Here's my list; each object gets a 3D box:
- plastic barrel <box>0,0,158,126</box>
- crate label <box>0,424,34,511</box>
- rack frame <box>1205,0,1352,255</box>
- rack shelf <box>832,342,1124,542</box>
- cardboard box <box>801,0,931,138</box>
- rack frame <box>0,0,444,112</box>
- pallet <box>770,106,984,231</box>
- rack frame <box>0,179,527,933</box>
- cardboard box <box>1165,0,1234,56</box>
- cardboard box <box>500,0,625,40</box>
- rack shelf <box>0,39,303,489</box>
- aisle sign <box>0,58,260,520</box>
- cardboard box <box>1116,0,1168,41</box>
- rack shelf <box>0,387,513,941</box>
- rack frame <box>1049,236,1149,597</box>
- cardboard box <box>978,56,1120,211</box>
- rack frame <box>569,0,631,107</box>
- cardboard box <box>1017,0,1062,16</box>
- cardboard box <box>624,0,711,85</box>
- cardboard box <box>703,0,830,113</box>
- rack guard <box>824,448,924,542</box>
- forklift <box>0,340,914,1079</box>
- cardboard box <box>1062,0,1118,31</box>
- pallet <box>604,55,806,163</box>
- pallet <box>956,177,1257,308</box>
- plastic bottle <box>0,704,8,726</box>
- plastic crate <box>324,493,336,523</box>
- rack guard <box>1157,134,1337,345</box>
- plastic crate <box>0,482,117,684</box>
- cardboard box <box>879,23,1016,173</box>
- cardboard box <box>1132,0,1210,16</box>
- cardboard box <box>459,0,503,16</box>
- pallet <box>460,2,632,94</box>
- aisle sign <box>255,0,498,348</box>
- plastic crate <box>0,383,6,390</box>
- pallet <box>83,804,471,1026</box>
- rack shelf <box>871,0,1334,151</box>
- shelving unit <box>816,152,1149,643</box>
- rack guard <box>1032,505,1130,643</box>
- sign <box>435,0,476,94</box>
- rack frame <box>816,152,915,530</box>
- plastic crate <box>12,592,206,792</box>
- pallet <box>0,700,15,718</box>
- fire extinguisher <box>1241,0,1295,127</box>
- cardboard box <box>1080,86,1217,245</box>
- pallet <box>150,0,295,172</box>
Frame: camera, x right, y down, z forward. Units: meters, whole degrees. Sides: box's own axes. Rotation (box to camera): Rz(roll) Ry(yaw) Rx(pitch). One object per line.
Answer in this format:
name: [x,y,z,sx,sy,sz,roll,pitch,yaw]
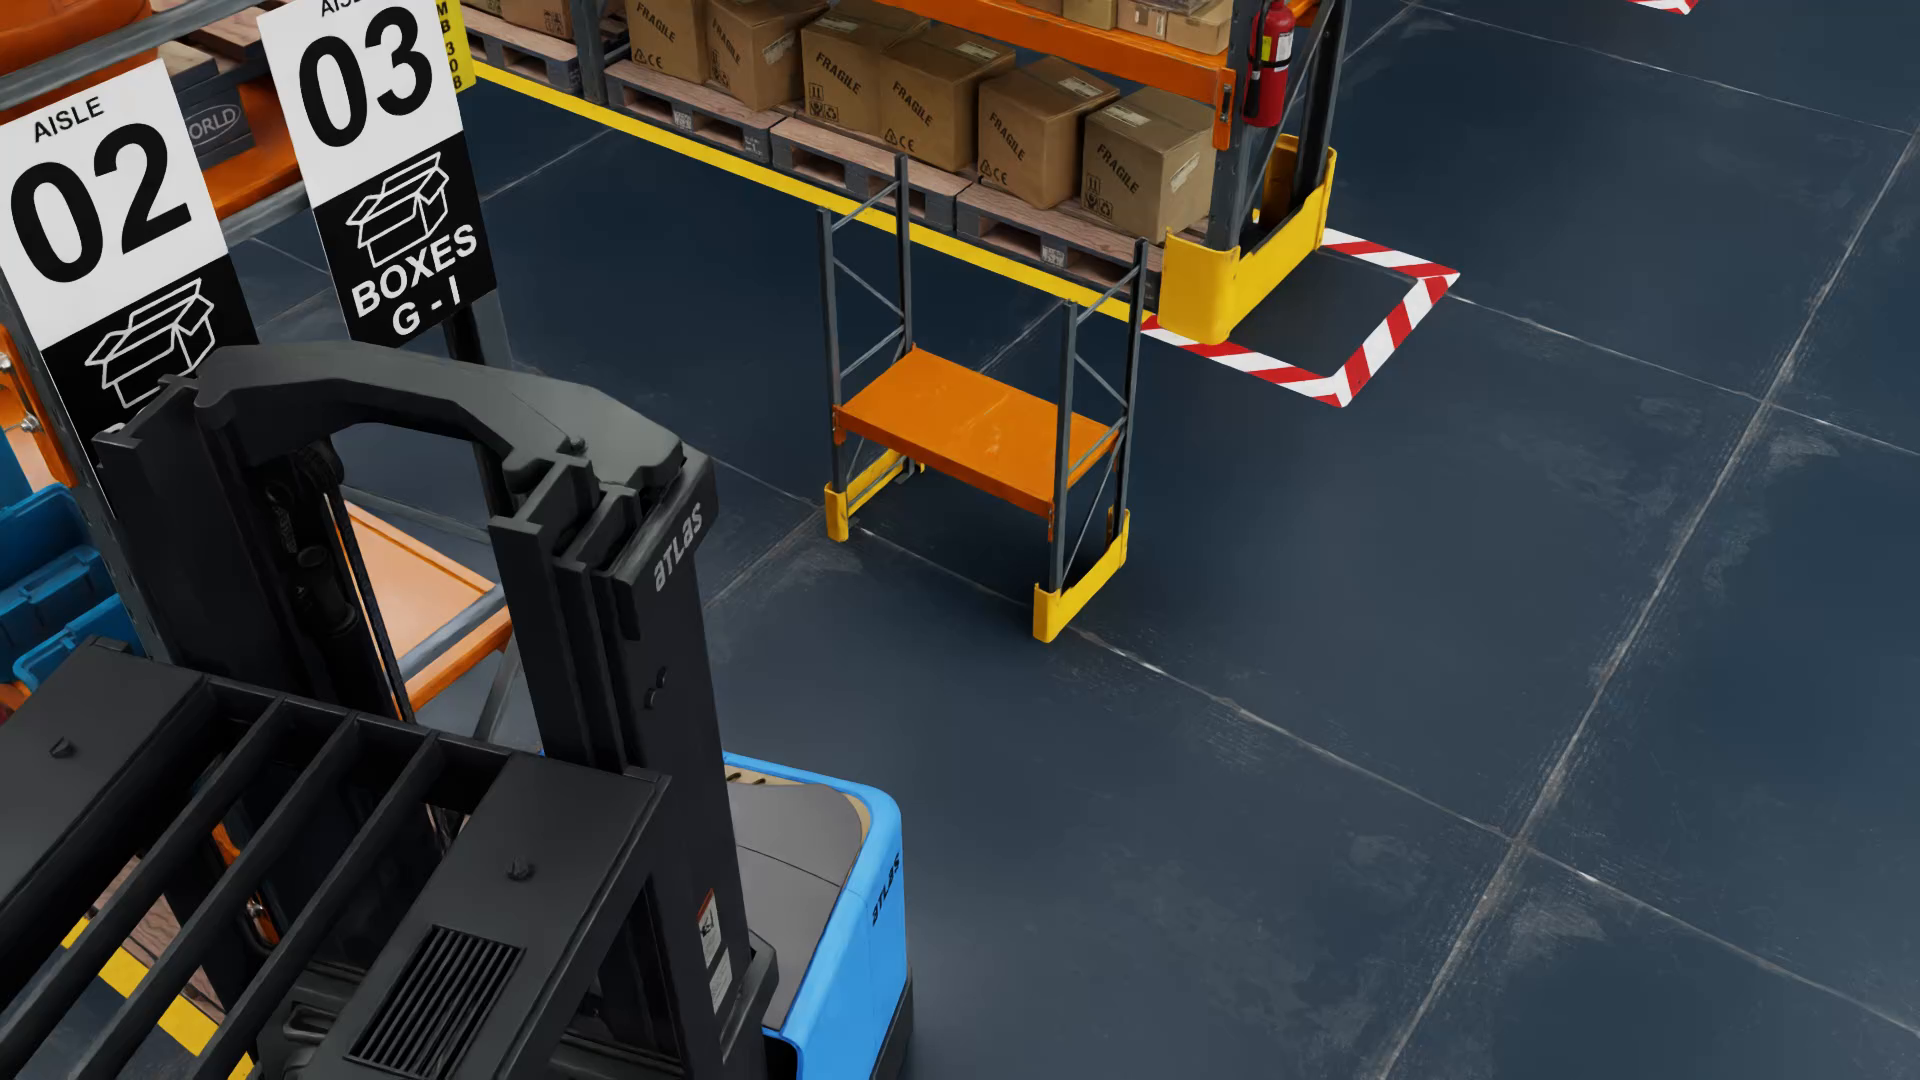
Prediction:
plastic barrel: [-1.864,-1.212,2.969,0.708,0.830,0.600,25,48,25]
crate label: [-3.056,-0.231,4.733,0.616,0.435,0.502,25,48,25]
rack frame: [1.450,-2.365,7.144,0.127,3.000,1.000,25,48,25]
rack shelf: [0.070,-0.392,6.333,1.000,0.185,0.538,25,48,25]
cardboard box: [-0.493,-2.537,8.895,0.500,0.500,0.500,21,46,22]
rack frame: [-1.394,-1.897,2.121,0.127,3.000,1.000,25,48,25]
pallet: [-0.251,-2.153,8.998,1.213,0.211,1.003,25,48,25]
rack frame: [-1.394,0.339,4.122,0.127,3.000,1.000,25,48,25]
cardboard box: [1.098,-2.268,7.224,0.250,0.149,0.380,25,48,25]
cardboard box: [-2.315,-3.376,9.818,0.500,0.500,0.700,22,46,22]
rack shelf: [-3.031,-1.277,4.217,4.000,0.370,1.077,25,48,25]
aisle sign: [-1.505,-0.440,3.043,0.004,0.787,0.394,25,48,25]
cardboard box: [0.894,-2.364,7.331,0.250,0.149,0.380,25,48,25]
rack shelf: [-3.031,-0.159,5.217,4.000,0.370,1.077,25,48,25]
rack frame: [0.486,-0.332,5.996,0.032,1.500,0.500,25,48,25]
cardboard box: [0.440,-2.049,8.350,0.500,0.500,0.500,-29,49,-28]
rack frame: [-1.825,-3.897,8.855,0.127,3.000,1.000,25,48,25]
cardboard box: [0.464,-2.536,7.523,0.250,0.149,0.380,25,48,25]
cardboard box: [-1.520,-2.947,9.353,0.500,0.500,0.500,24,47,24]
cardboard box: [-1.047,-2.732,9.113,0.500,0.500,0.500,-26,48,-26]
rack guard: [-0.345,-0.255,6.847,0.087,0.250,0.587,25,48,25]
forklift: [-1.057,1.224,3.184,1.130,2.935,3.031,11,43,13]
cardboard box: [0.660,-2.432,7.406,0.250,0.149,0.380,25,48,25]
pallet: [-1.254,-2.620,9.519,1.213,0.211,1.003,25,48,25]
pallet: [0.743,-1.685,8.475,1.213,0.211,1.003,25,48,25]
plastic bottle: [-3.279,0.554,5.589,0.133,0.283,0.061,25,48,25]
plastic crate: [-1.942,-0.081,4.789,0.250,0.136,0.298,25,48,25]
rack guard: [1.388,-1.463,8.010,0.348,0.500,1.175,25,48,25]
plastic crate: [-2.504,0.114,4.484,0.408,0.251,0.499,25,48,25]
cardboard box: [-0.062,-2.299,8.629,0.500,0.500,0.500,30,50,29]
cardboard box: [1.016,-2.739,7.263,0.500,0.500,0.875,25,48,25]
cardboard box: [-2.695,-3.569,10.034,0.500,0.500,0.700,25,47,25]
pallet: [-2.463,-3.155,10.117,1.213,0.211,1.003,25,48,25]
aisle sign: [-1.167,-0.762,3.403,0.004,0.787,0.394,25,48,25]
plastic crate: [-3.194,-0.611,5.381,0.437,0.136,0.530,25,48,25]
pallet: [-2.145,1.061,5.406,1.213,0.211,1.003,25,48,25]
rack shelf: [-0.187,-2.863,8.239,4.000,0.370,1.077,25,48,25]
shelving unit: [0.062,-0.530,6.217,1.083,1.500,0.587,25,48,25]
rack guard: [0.470,0.127,6.421,0.087,0.250,0.587,25,48,25]
sign: [-1.074,-1.081,3.452,0.005,0.325,0.100,25,48,25]
rack frame: [-0.346,-0.721,6.431,0.032,1.500,0.500,25,48,25]
plastic crate: [-1.975,0.366,4.203,0.616,0.251,0.499,25,48,25]
pallet: [-3.140,0.593,5.929,1.213,0.211,1.003,25,48,25]
fire extinguisher: [1.279,-2.041,6.839,0.183,0.674,0.296,25,48,25]
cardboard box: [0.949,-1.838,8.115,0.500,0.500,0.500,-33,51,-31]
pallet: [-2.015,-1.079,3.598,1.213,0.211,1.003,25,48,25]
